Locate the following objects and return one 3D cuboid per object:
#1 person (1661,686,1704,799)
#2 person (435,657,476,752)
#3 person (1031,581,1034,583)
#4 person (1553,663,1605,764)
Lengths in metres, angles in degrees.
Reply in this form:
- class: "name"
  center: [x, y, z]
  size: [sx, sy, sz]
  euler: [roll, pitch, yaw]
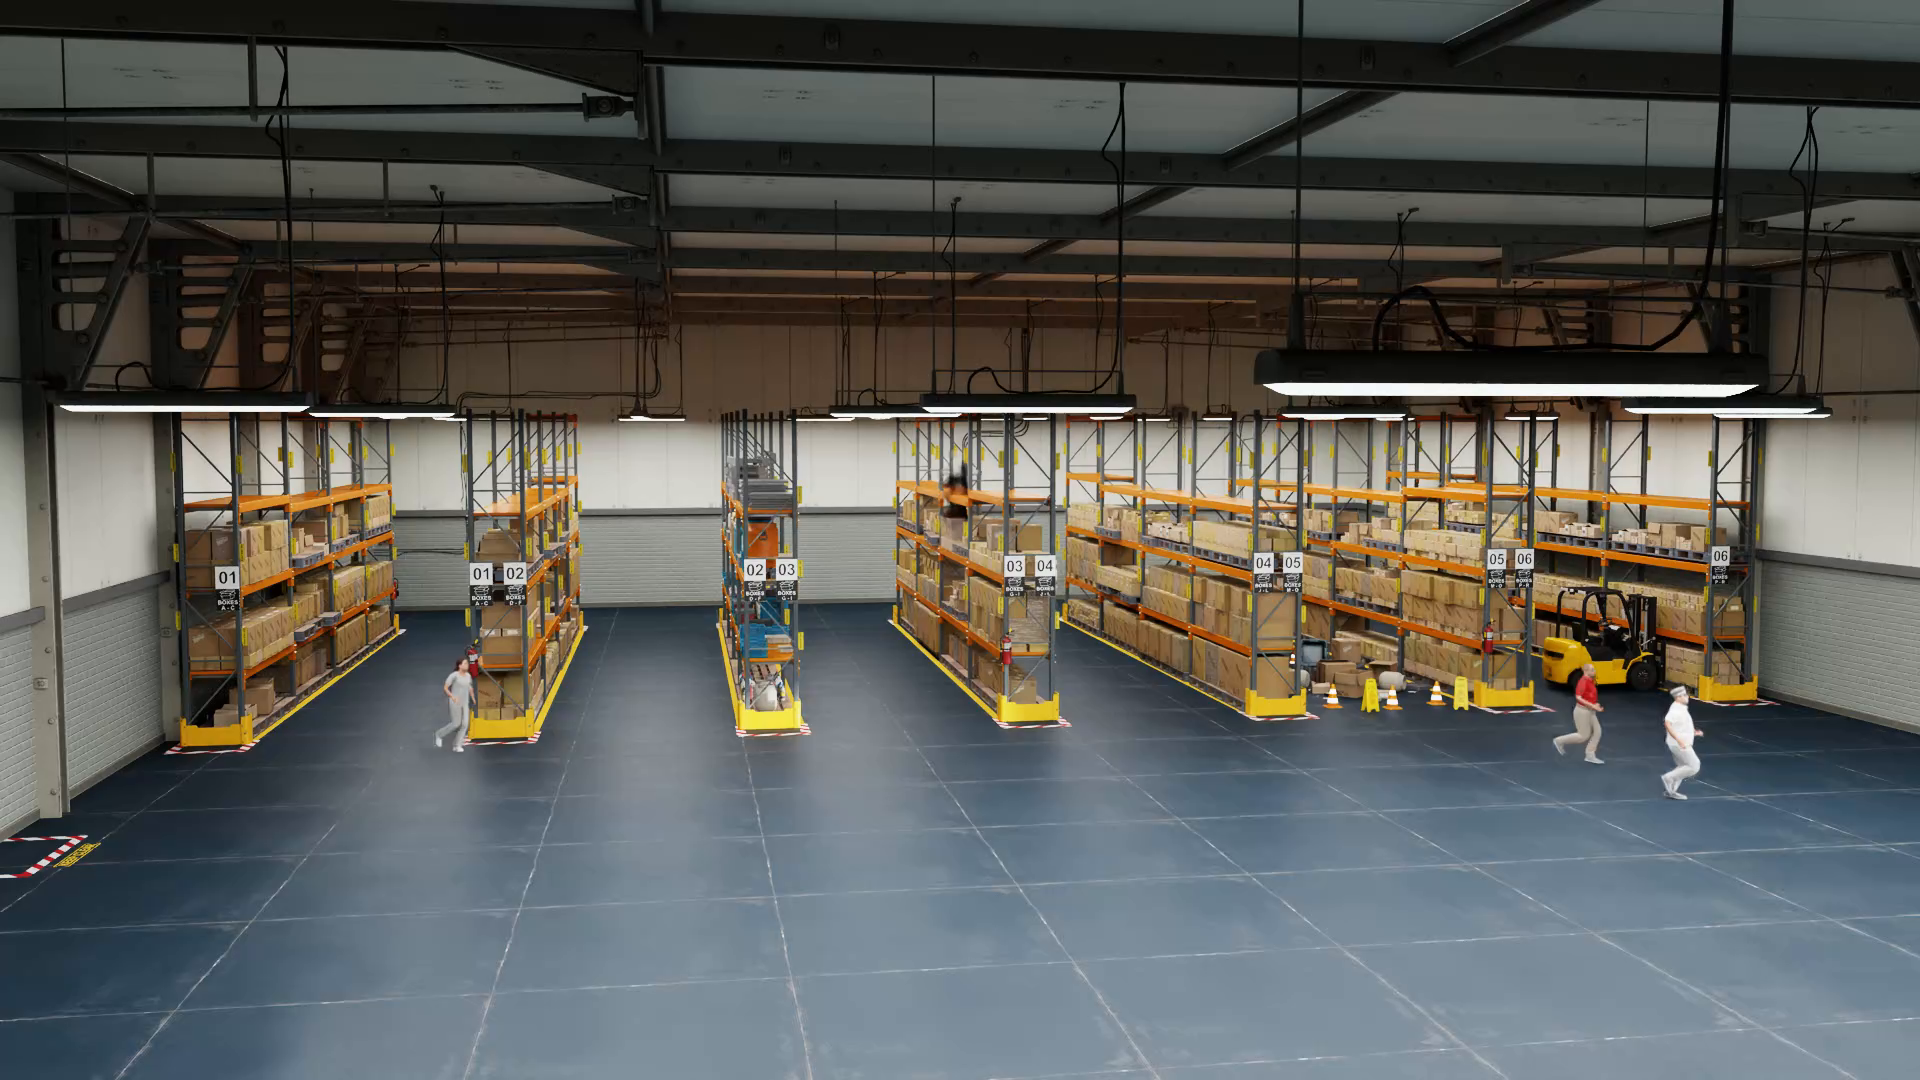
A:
- class: "person"
  center: [11.017, 3.087, 25.340]
  size: [0.590, 1.743, 0.657]
  euler: [2, 4, 22]
- class: "person"
  center: [-8.811, 2.870, 29.237]
  size: [0.684, 1.623, 0.634]
  euler: [3, 5, 32]
- class: "person"
  center: [1.819, 1.449, 49.068]
  size: [0.962, 1.687, 0.842]
  euler: [-2, 4, -28]
- class: "person"
  center: [10.492, 2.921, 28.115]
  size: [0.829, 1.698, 0.653]
  euler: [2, 5, 31]
